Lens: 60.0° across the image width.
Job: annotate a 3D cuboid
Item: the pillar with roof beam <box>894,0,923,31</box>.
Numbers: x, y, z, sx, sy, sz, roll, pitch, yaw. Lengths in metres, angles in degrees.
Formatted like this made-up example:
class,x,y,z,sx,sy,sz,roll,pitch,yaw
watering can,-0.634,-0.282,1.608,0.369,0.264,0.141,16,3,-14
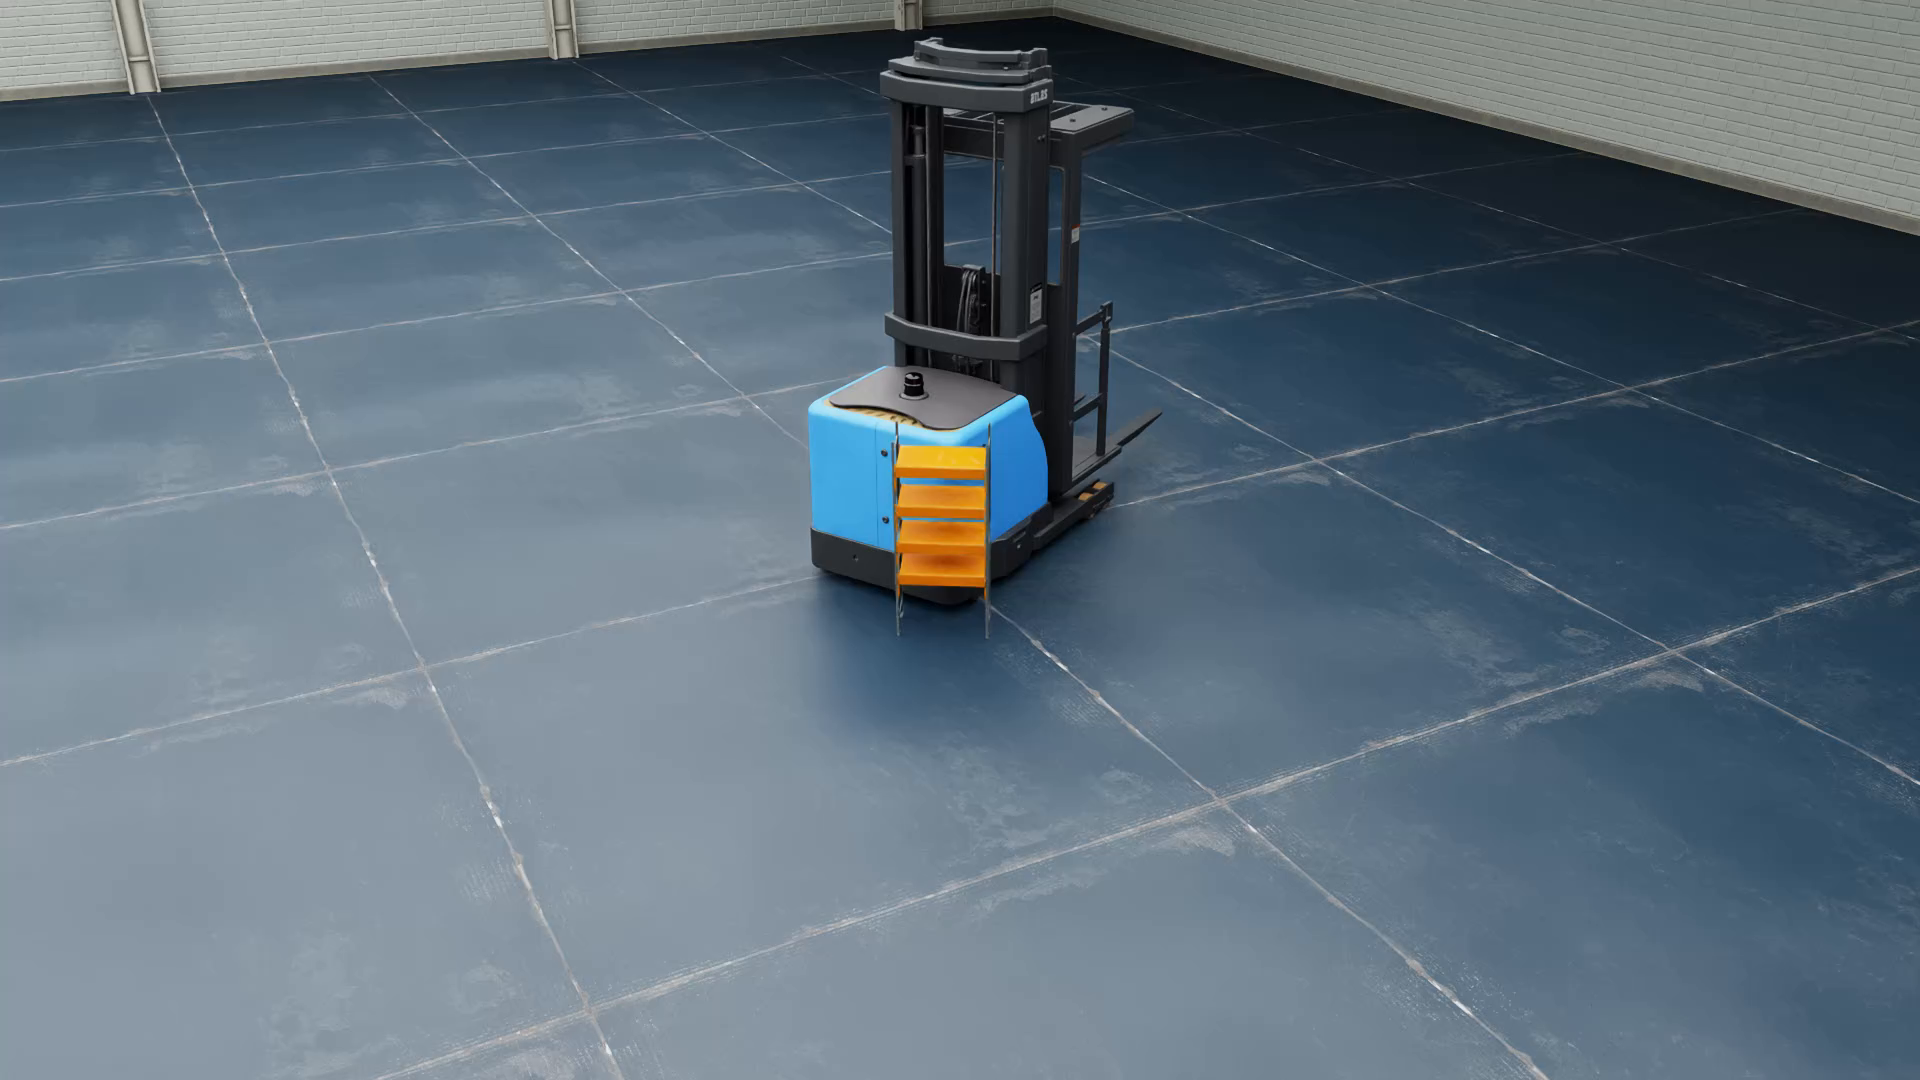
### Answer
class,x,y,z,sx,sy,sz,roll,pitch,yaw
pillar with roof beam,1.142,-11.175,23.128,0.400,9.000,9.100,-13,29,-25

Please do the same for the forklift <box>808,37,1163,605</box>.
class,x,y,z,sx,sy,sz,roll,pitch,yaw
forklift,0.333,-1.551,10.095,1.130,2.935,3.031,15,30,29

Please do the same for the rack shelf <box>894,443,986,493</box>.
class,x,y,z,sx,sy,sz,roll,pitch,yaw
rack shelf,-0.095,-0.379,8.724,0.480,0.148,0.258,2,31,3

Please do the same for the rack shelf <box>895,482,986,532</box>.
class,x,y,z,sx,sy,sz,roll,pitch,yaw
rack shelf,-0.093,-0.176,8.846,0.480,0.148,0.258,2,31,3

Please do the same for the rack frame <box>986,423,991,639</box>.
class,x,y,z,sx,sy,sz,roll,pitch,yaw
rack frame,0.151,-0.035,8.912,0.015,1.200,0.240,2,31,3

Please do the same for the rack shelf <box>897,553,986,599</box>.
class,x,y,z,sx,sy,sz,roll,pitch,yaw
rack shelf,-0.090,0.186,9.064,0.480,0.148,0.258,2,31,3

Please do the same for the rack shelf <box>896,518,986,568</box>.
class,x,y,z,sx,sy,sz,roll,pitch,yaw
rack shelf,-0.092,0.016,8.961,0.480,0.148,0.258,2,31,3

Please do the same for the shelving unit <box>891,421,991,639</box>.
class,x,y,z,sx,sy,sz,roll,pitch,yaw
shelving unit,-0.092,-0.042,8.927,0.503,1.200,0.258,2,31,3

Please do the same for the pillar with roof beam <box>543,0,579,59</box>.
class,x,y,z,sx,sy,sz,roll,pitch,yaw
pillar with roof beam,-4.153,-9.953,20.583,0.400,9.000,9.100,-13,29,-25

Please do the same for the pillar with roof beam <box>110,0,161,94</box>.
class,x,y,z,sx,sy,sz,roll,pitch,yaw
pillar with roof beam,-9.447,-8.731,18.037,0.400,9.000,9.100,-13,29,-25

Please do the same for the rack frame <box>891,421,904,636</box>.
class,x,y,z,sx,sy,sz,roll,pitch,yaw
rack frame,-0.336,-0.049,8.941,0.015,1.200,0.240,2,31,3
